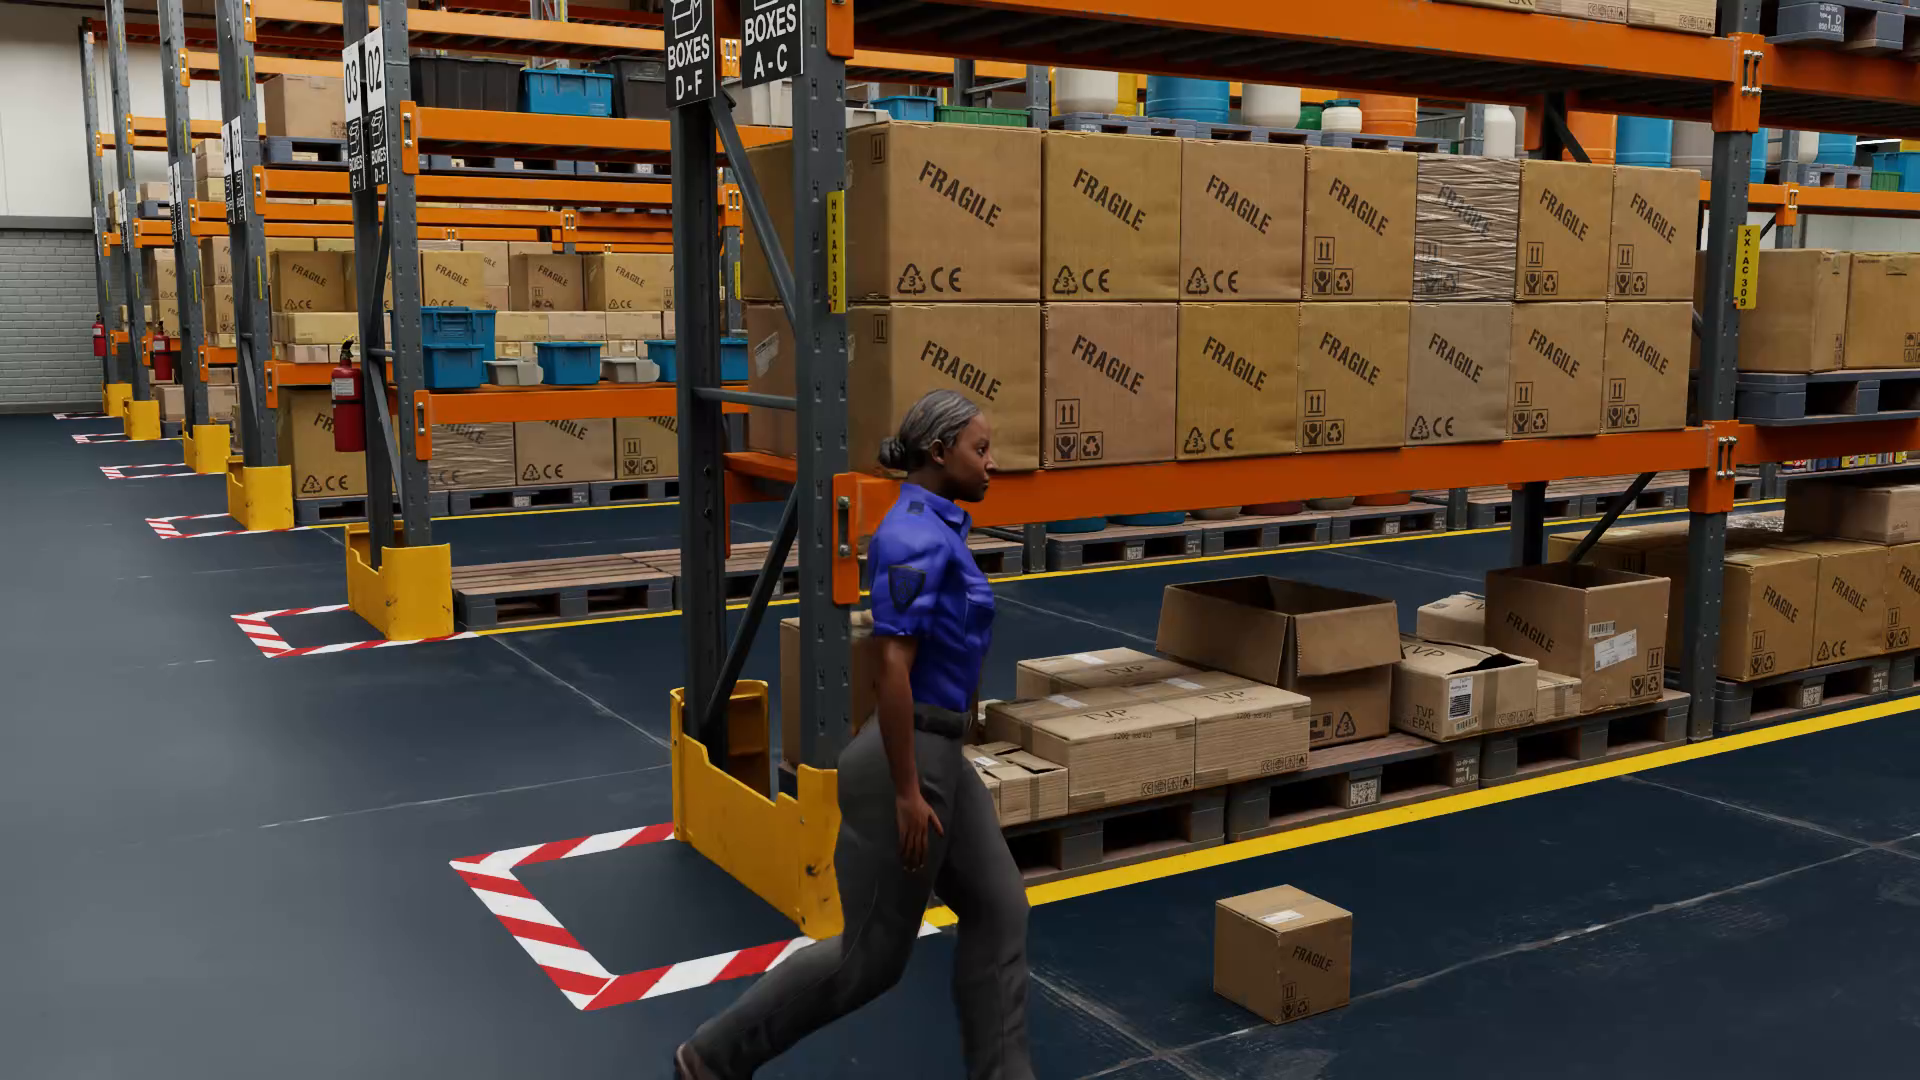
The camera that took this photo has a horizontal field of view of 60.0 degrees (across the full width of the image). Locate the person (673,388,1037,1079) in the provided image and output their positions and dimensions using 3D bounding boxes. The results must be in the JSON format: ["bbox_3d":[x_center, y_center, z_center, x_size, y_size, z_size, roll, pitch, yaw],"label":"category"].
[{"bbox_3d":[-0.145,0.489,3.518,0.922,1.602,0.541,0,8,-1],"label":"person"}]
